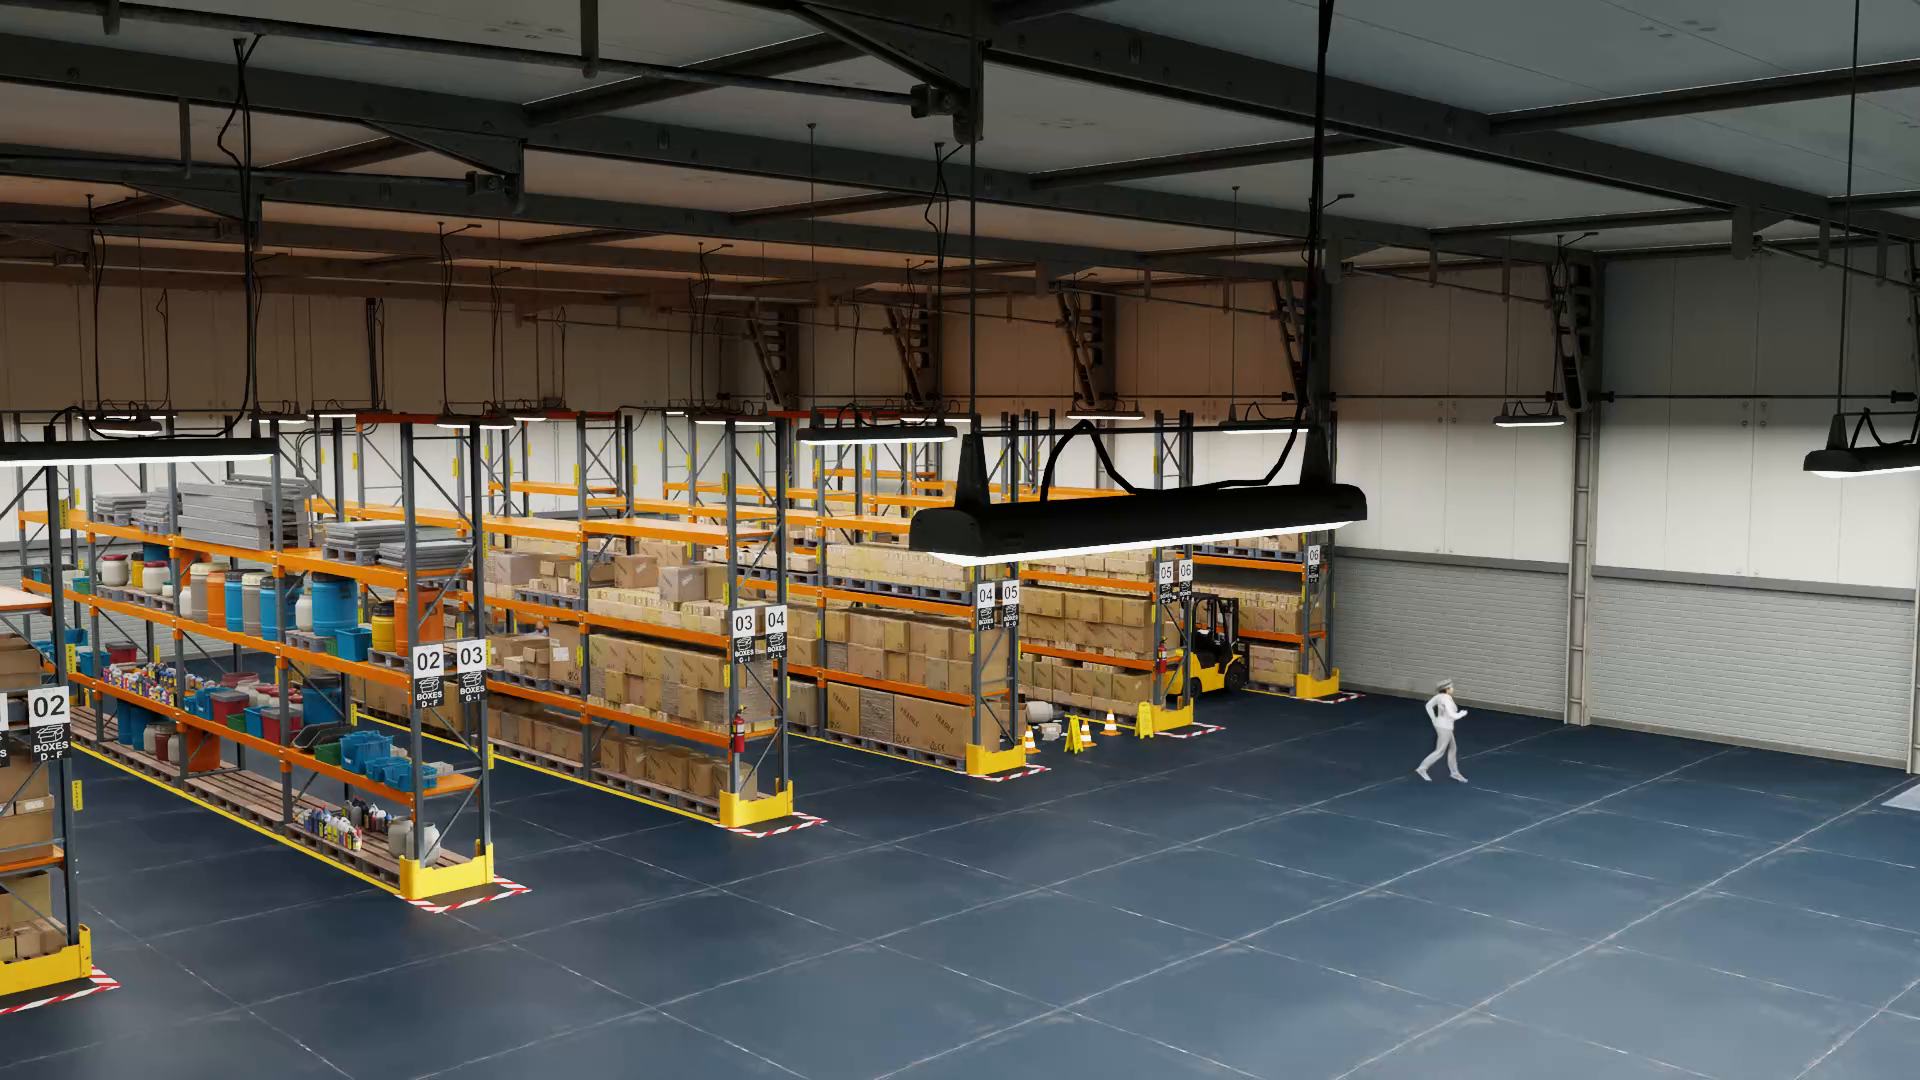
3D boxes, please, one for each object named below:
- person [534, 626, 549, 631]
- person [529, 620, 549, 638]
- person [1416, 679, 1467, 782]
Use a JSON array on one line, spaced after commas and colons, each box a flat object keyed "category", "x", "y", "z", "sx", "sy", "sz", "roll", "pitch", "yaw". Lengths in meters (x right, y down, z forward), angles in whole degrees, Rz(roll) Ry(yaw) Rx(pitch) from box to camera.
[{"category": "person", "x": -10.279, "y": 1.882, "z": 41.284, "sx": 0.715, "sy": 1.735, "sz": 0.826, "roll": 4, "pitch": 7, "yaw": 41}, {"category": "person", "x": -8.809, "y": 2.503, "z": 35.056, "sx": 0.593, "sy": 1.607, "sz": 0.653, "roll": -4, "pitch": 6, "yaw": -36}, {"category": "person", "x": 7.876, "y": 3.112, "z": 27.128, "sx": 0.866, "sy": 1.721, "sz": 0.629, "roll": 0, "pitch": 5, "yaw": 1}]
